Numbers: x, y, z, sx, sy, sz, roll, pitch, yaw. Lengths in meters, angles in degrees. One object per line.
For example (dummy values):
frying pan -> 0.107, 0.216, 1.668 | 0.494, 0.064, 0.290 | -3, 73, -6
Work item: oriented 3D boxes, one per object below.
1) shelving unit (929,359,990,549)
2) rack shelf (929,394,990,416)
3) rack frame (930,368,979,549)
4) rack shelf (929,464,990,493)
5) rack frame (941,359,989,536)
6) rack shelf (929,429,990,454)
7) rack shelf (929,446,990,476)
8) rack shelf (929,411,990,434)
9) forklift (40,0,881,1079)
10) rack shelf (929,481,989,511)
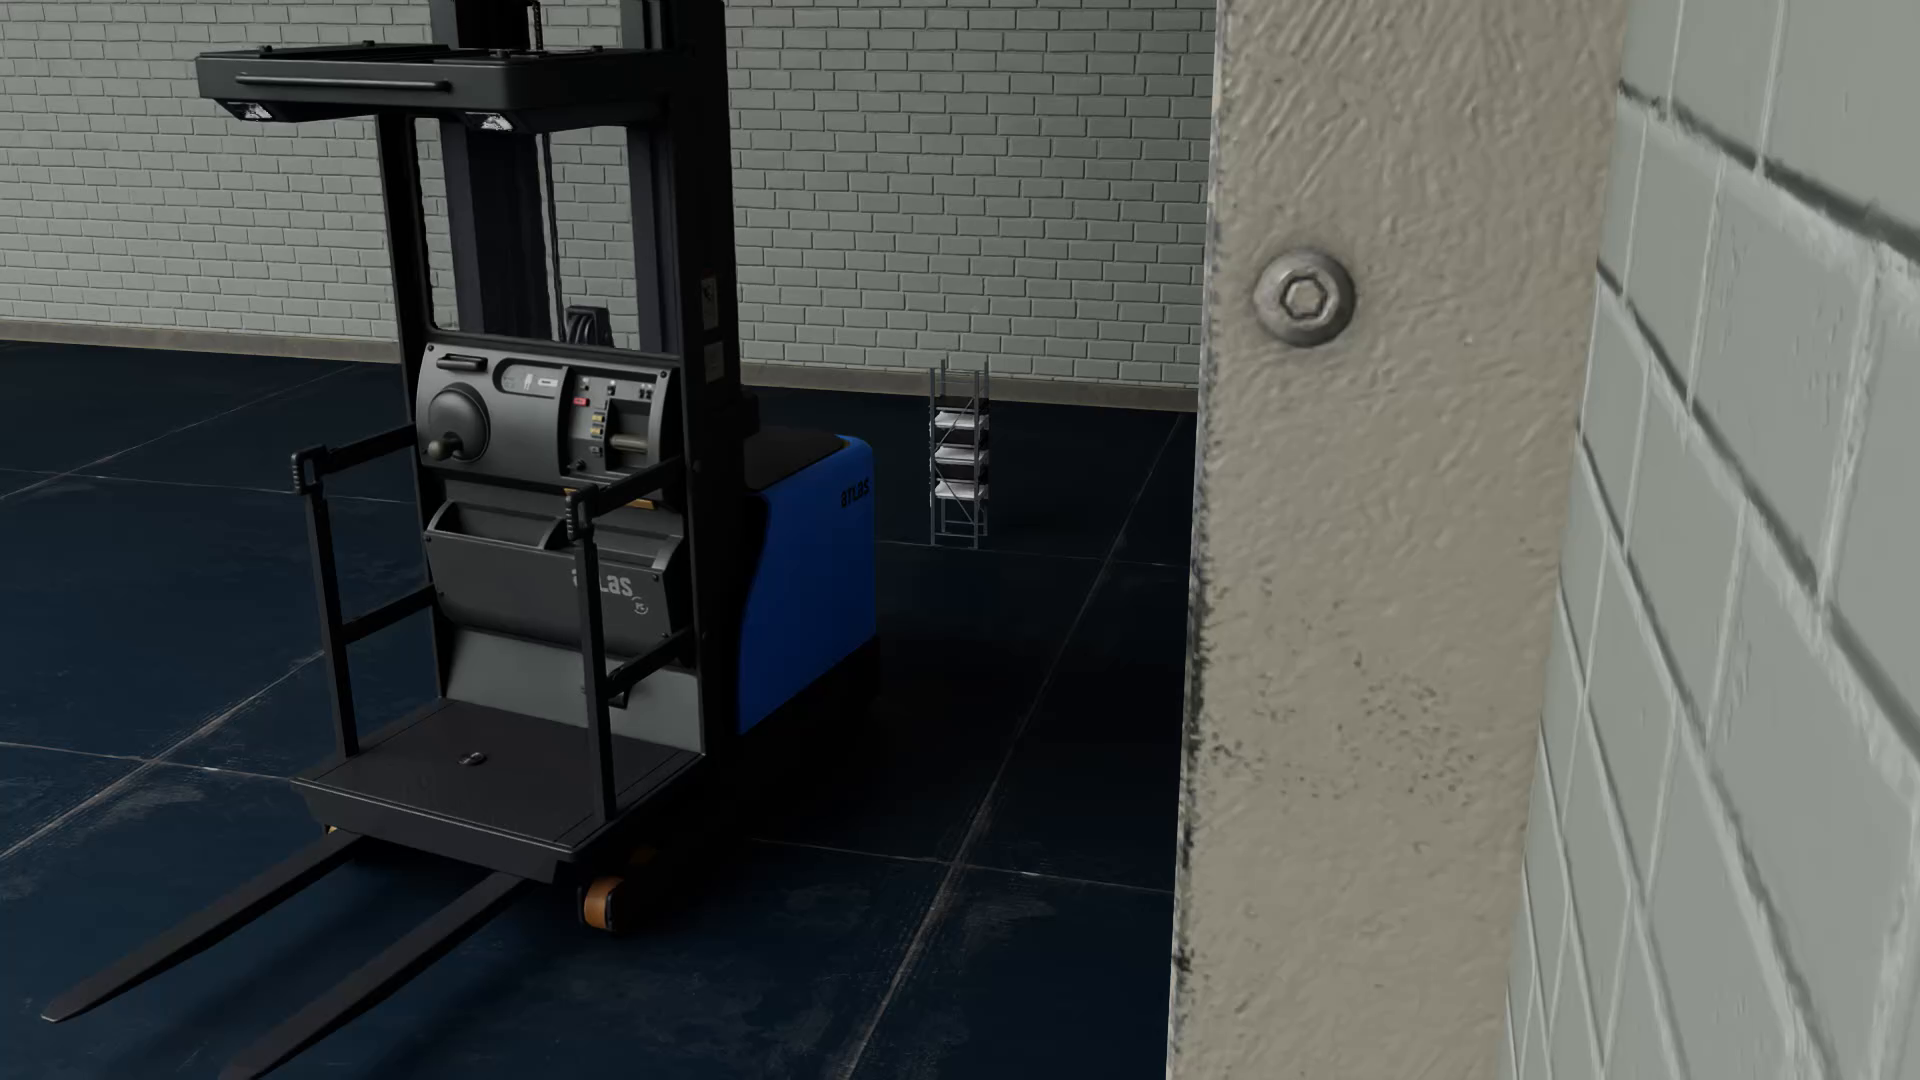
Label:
shelving unit -> -0.002, -0.423, 8.211 | 0.258, 0.900, 0.210 | 5, 19, 13
rack shelf -> -0.002, -0.647, 8.134 | 0.258, 0.077, 0.200 | 5, 19, 13
rack frame -> -0.027, -0.391, 8.117 | 0.240, 0.900, 0.006 | 5, 19, 13
rack shelf -> -0.002, -0.307, 8.250 | 0.258, 0.077, 0.200 | 5, 19, 13
rack frame -> 0.023, -0.455, 8.304 | 0.240, 0.900, 0.006 | 5, 19, 13
rack shelf -> -0.002, -0.477, 8.192 | 0.258, 0.077, 0.200 | 5, 19, 13
rack shelf -> -0.002, -0.392, 8.221 | 0.258, 0.077, 0.200 | 5, 19, 13
rack shelf -> -0.002, -0.562, 8.163 | 0.258, 0.077, 0.200 | 5, 19, 13
forklift -> -1.378, -0.380, 4.943 | 1.130, 2.935, 3.031 | 8, 21, 23
rack shelf -> -0.002, -0.221, 8.280 | 0.258, 0.077, 0.200 | 5, 19, 13
